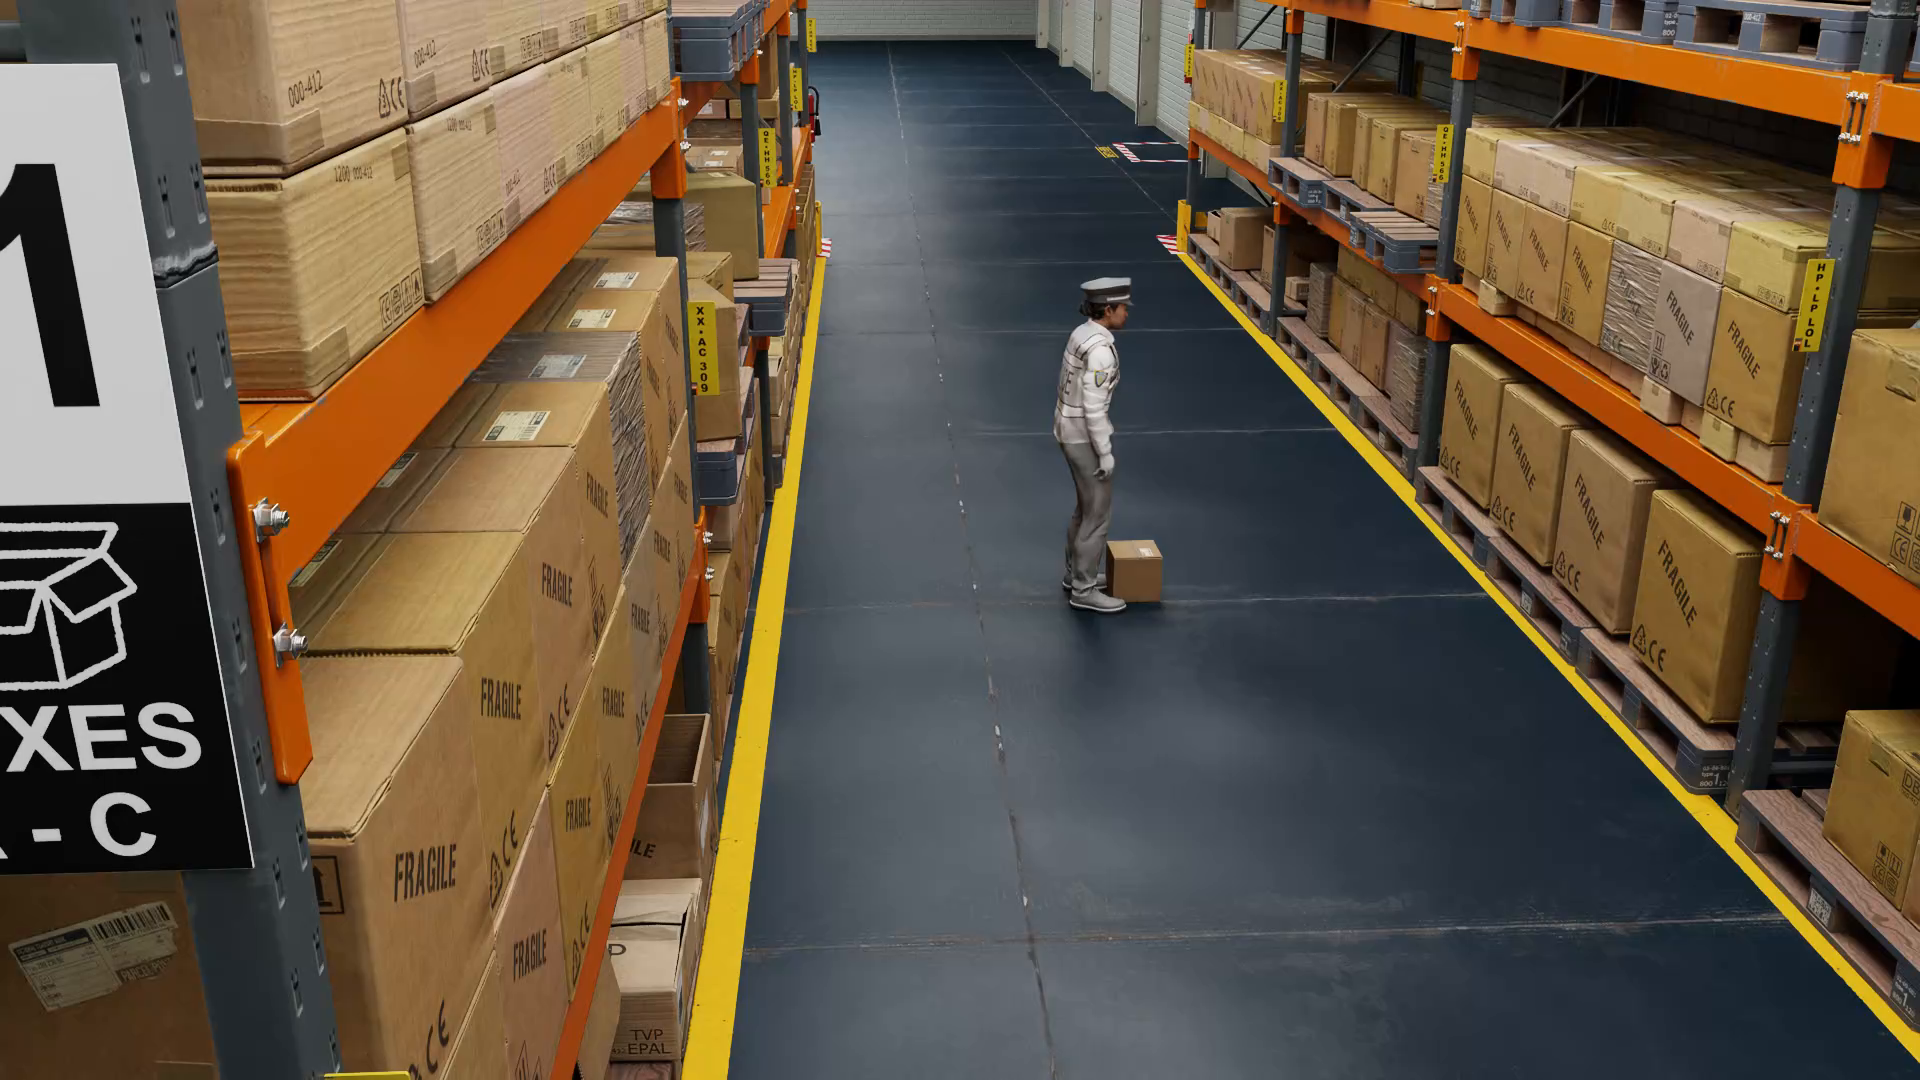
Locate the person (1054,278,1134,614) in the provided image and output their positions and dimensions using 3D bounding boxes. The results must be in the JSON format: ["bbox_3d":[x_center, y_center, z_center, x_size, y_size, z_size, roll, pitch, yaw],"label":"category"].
[{"bbox_3d":[0.668,-0.492,8.388,0.378,1.663,0.537,-2,21,-4],"label":"person"}]
